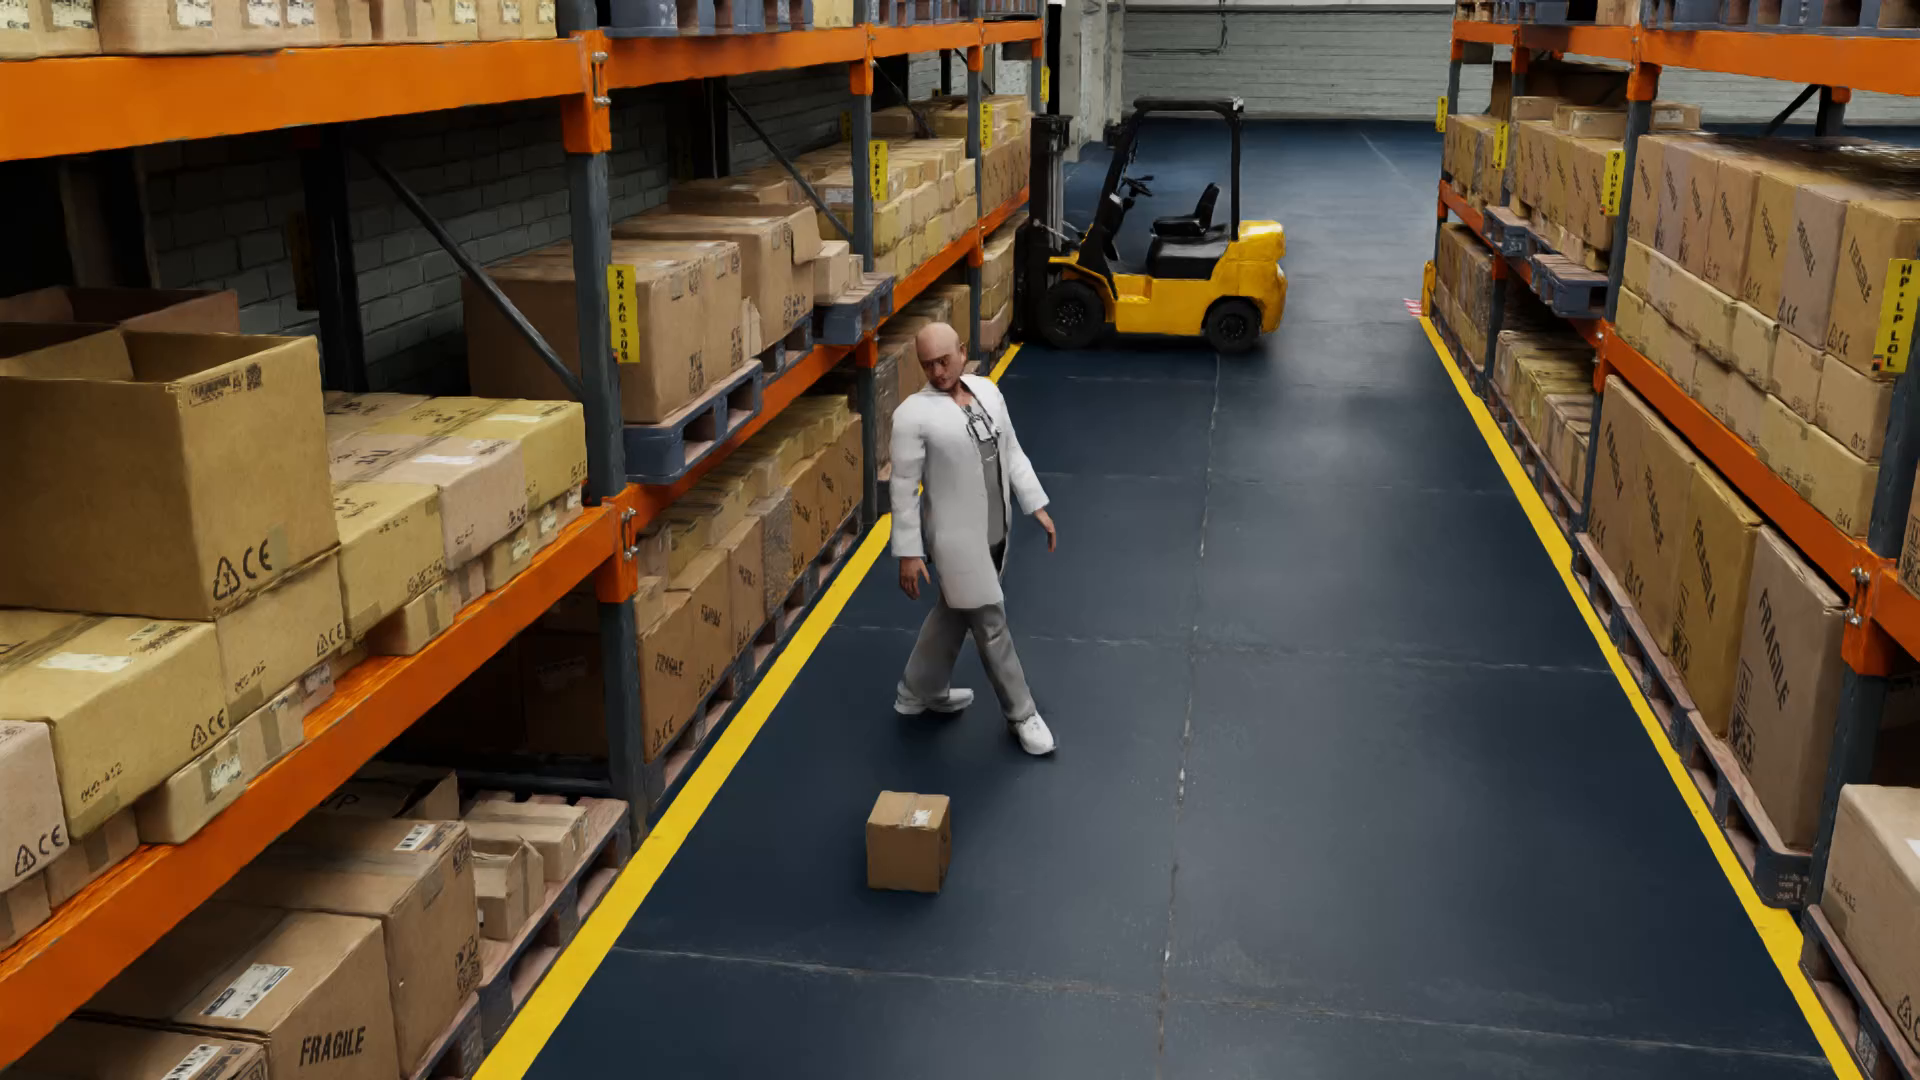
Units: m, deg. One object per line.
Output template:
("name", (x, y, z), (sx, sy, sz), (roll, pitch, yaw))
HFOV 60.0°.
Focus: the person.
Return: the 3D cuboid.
("person", (0.047, 0.002, 6.641), (0.763, 1.718, 0.617), (10, 20, 29))
